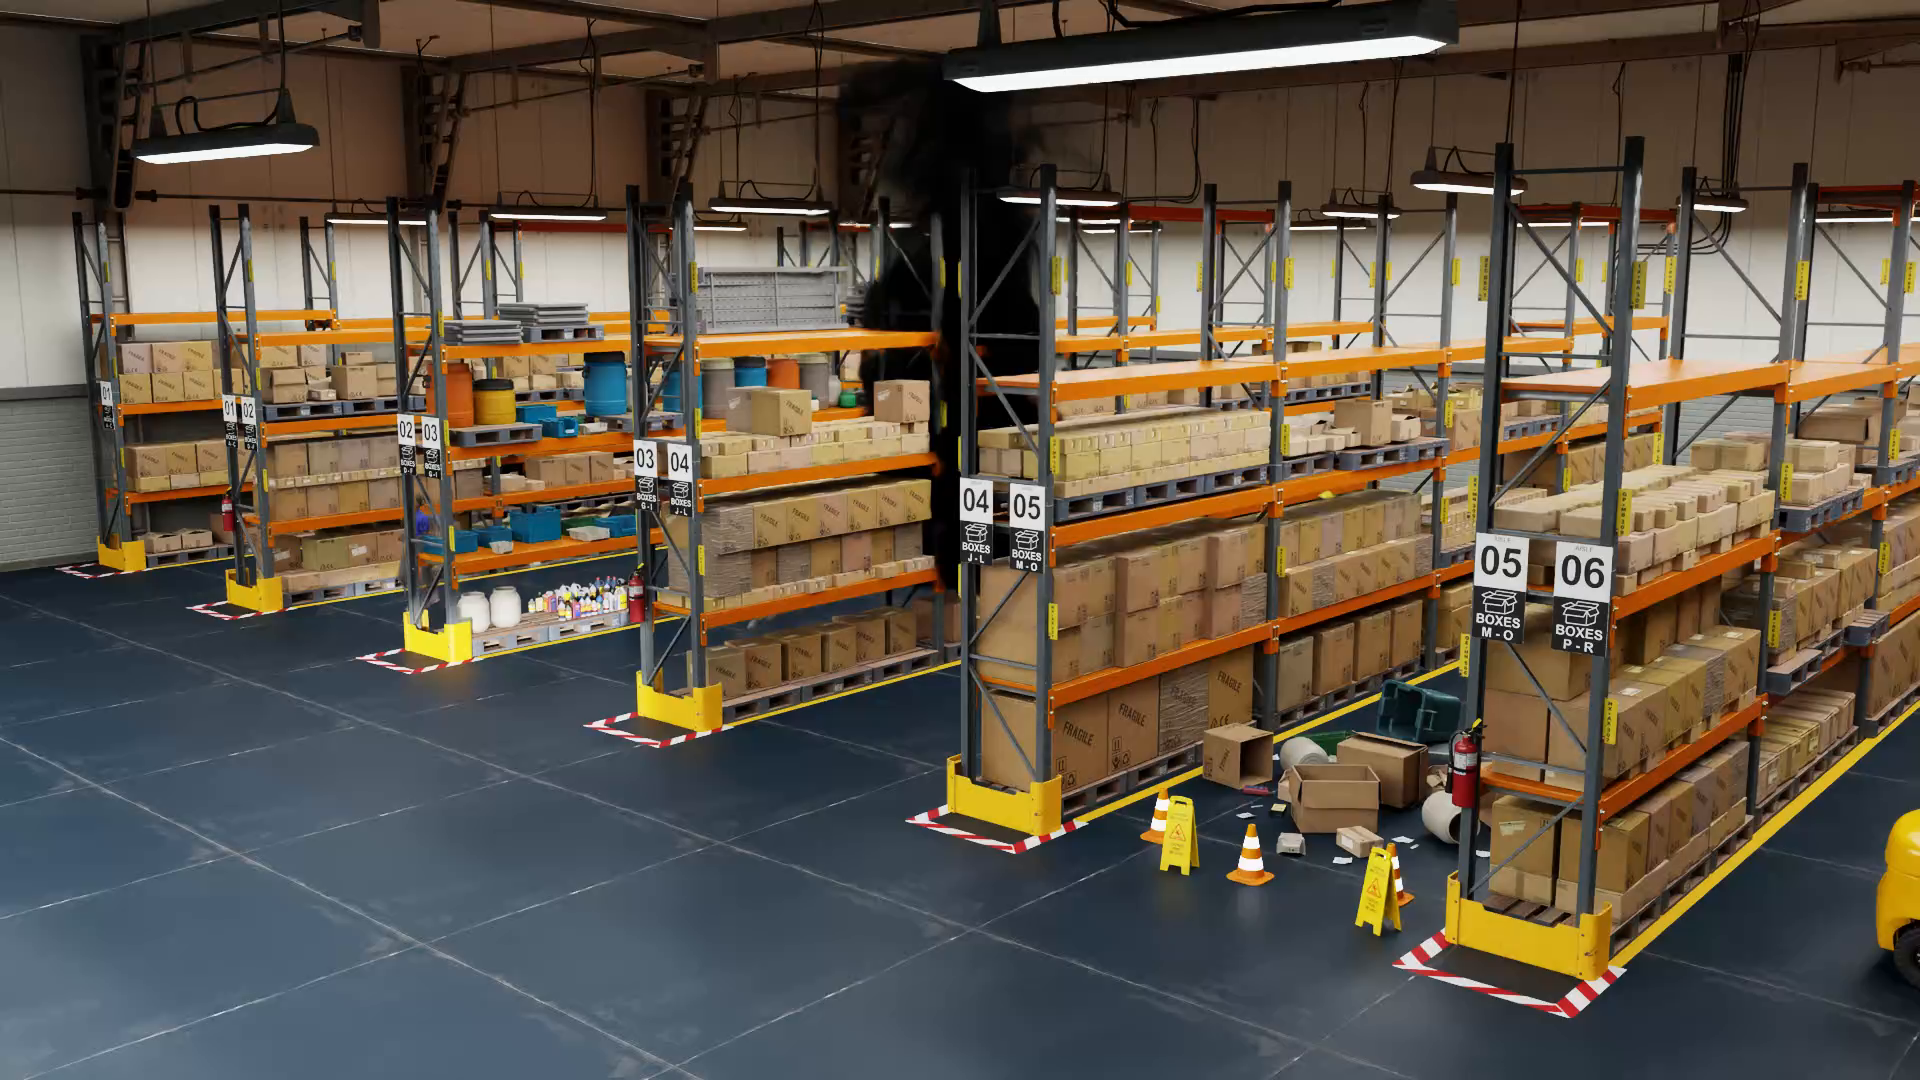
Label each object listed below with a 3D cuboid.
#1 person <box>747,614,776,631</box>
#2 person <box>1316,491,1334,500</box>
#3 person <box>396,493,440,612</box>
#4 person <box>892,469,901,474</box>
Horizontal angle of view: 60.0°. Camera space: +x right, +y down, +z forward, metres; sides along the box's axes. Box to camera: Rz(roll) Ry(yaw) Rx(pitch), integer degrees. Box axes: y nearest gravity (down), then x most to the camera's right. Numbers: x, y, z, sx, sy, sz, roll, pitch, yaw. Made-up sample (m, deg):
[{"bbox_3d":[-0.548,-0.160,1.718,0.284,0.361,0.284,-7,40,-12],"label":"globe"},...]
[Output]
[{"bbox_3d":[-2.693,0.251,22.413,0.644,1.826,0.851,5,11,28],"label":"person"},{"bbox_3d":[5.157,0.170,23.312,0.748,1.731,0.726,-9,13,-44],"label":"person"},{"bbox_3d":[-7.723,0.196,23.681,0.555,1.718,0.649,8,12,39],"label":"person"},{"bbox_3d":[-1.414,-1.045,32.345,0.665,1.746,0.603,5,11,29],"label":"person"}]
